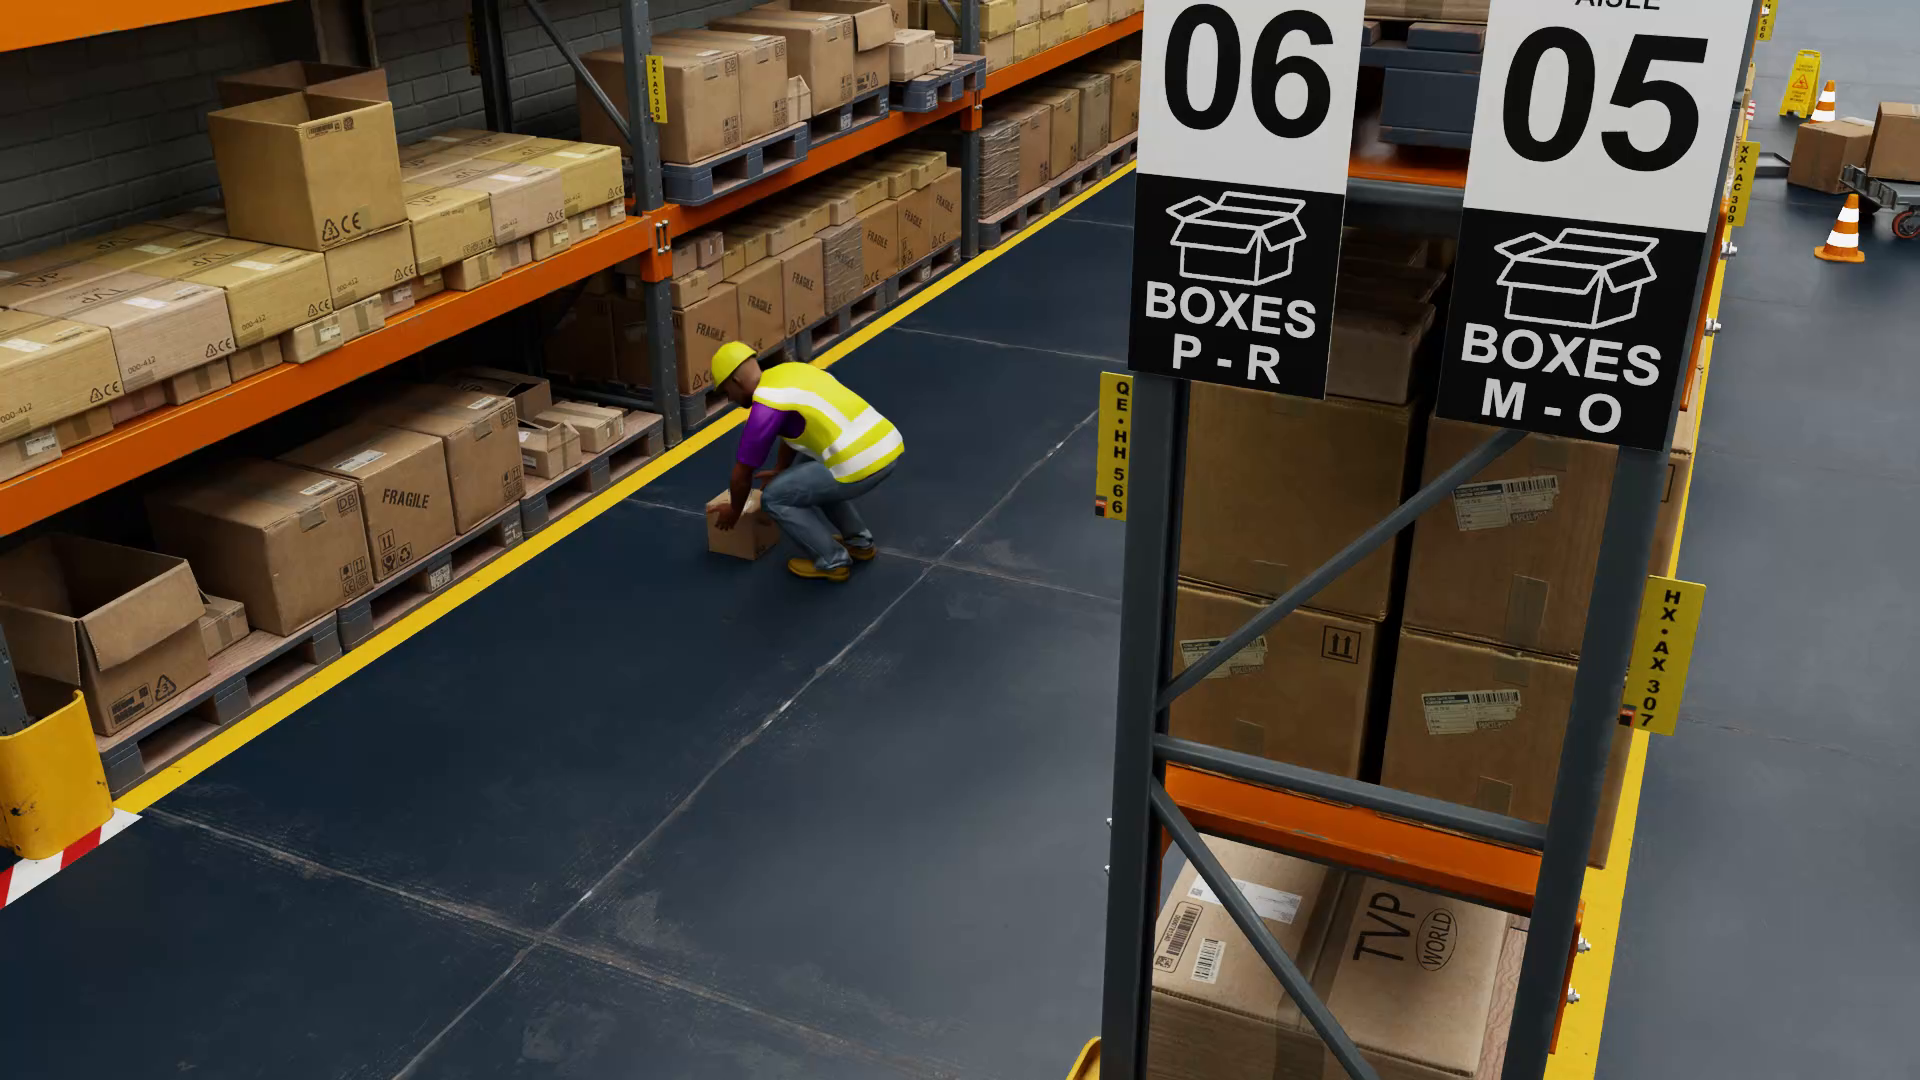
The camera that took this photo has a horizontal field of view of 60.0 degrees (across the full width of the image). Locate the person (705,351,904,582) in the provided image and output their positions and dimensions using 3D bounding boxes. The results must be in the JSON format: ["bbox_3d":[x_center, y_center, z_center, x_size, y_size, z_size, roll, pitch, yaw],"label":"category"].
[{"bbox_3d":[-0.724,-0.343,7.652,0.888,1.016,0.589,11,28,22],"label":"person"}]
